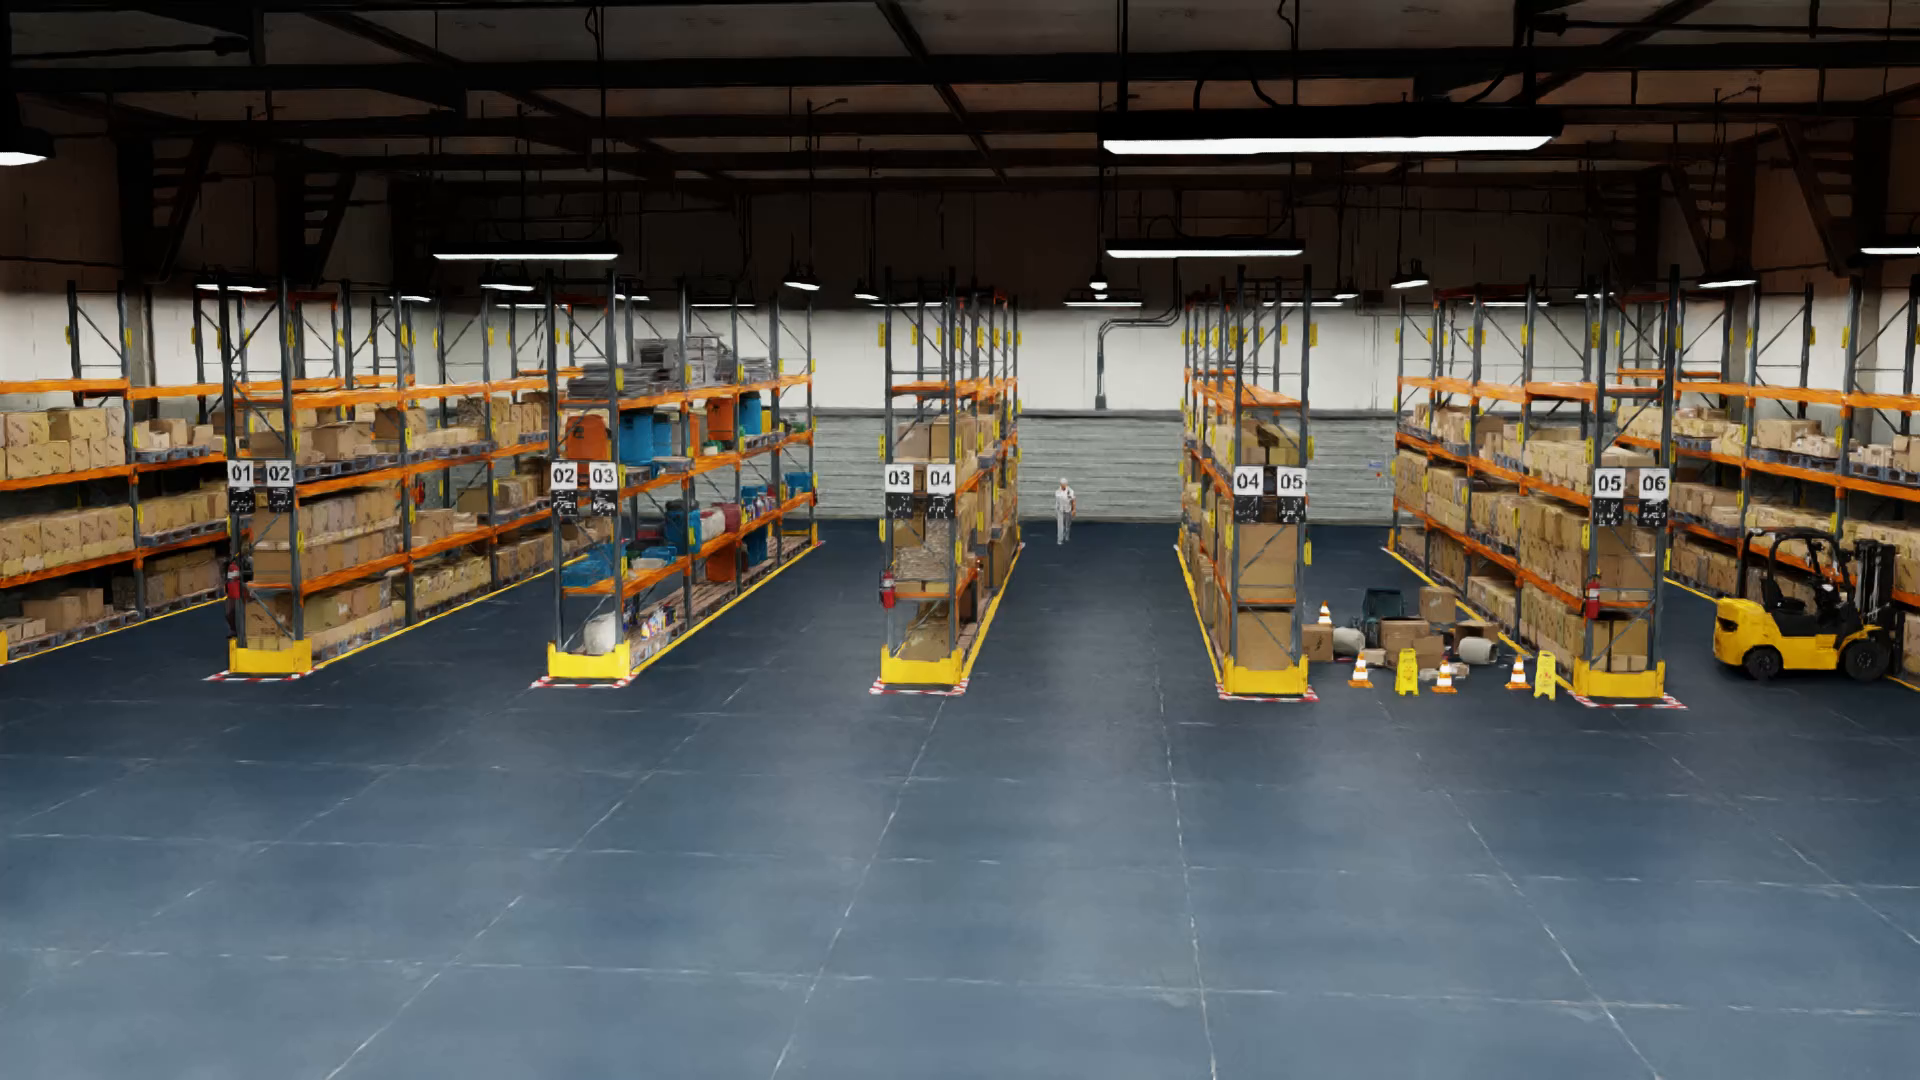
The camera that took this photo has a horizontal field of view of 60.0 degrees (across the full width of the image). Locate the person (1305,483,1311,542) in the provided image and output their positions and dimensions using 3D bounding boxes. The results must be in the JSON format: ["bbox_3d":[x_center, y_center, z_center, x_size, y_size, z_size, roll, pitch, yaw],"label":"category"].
[{"bbox_3d":[8.293,-0.805,40.471,0.377,1.782,0.627,-3,8,-24],"label":"person"}]

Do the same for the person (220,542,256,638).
[{"bbox_3d":[-11.947,0.831,27.631,0.677,1.671,0.534,0,7,3],"label":"person"}]

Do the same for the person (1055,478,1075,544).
[{"bbox_3d":[2.567,-0.725,40.583,0.493,1.605,0.982,1,7,4],"label":"person"}]
